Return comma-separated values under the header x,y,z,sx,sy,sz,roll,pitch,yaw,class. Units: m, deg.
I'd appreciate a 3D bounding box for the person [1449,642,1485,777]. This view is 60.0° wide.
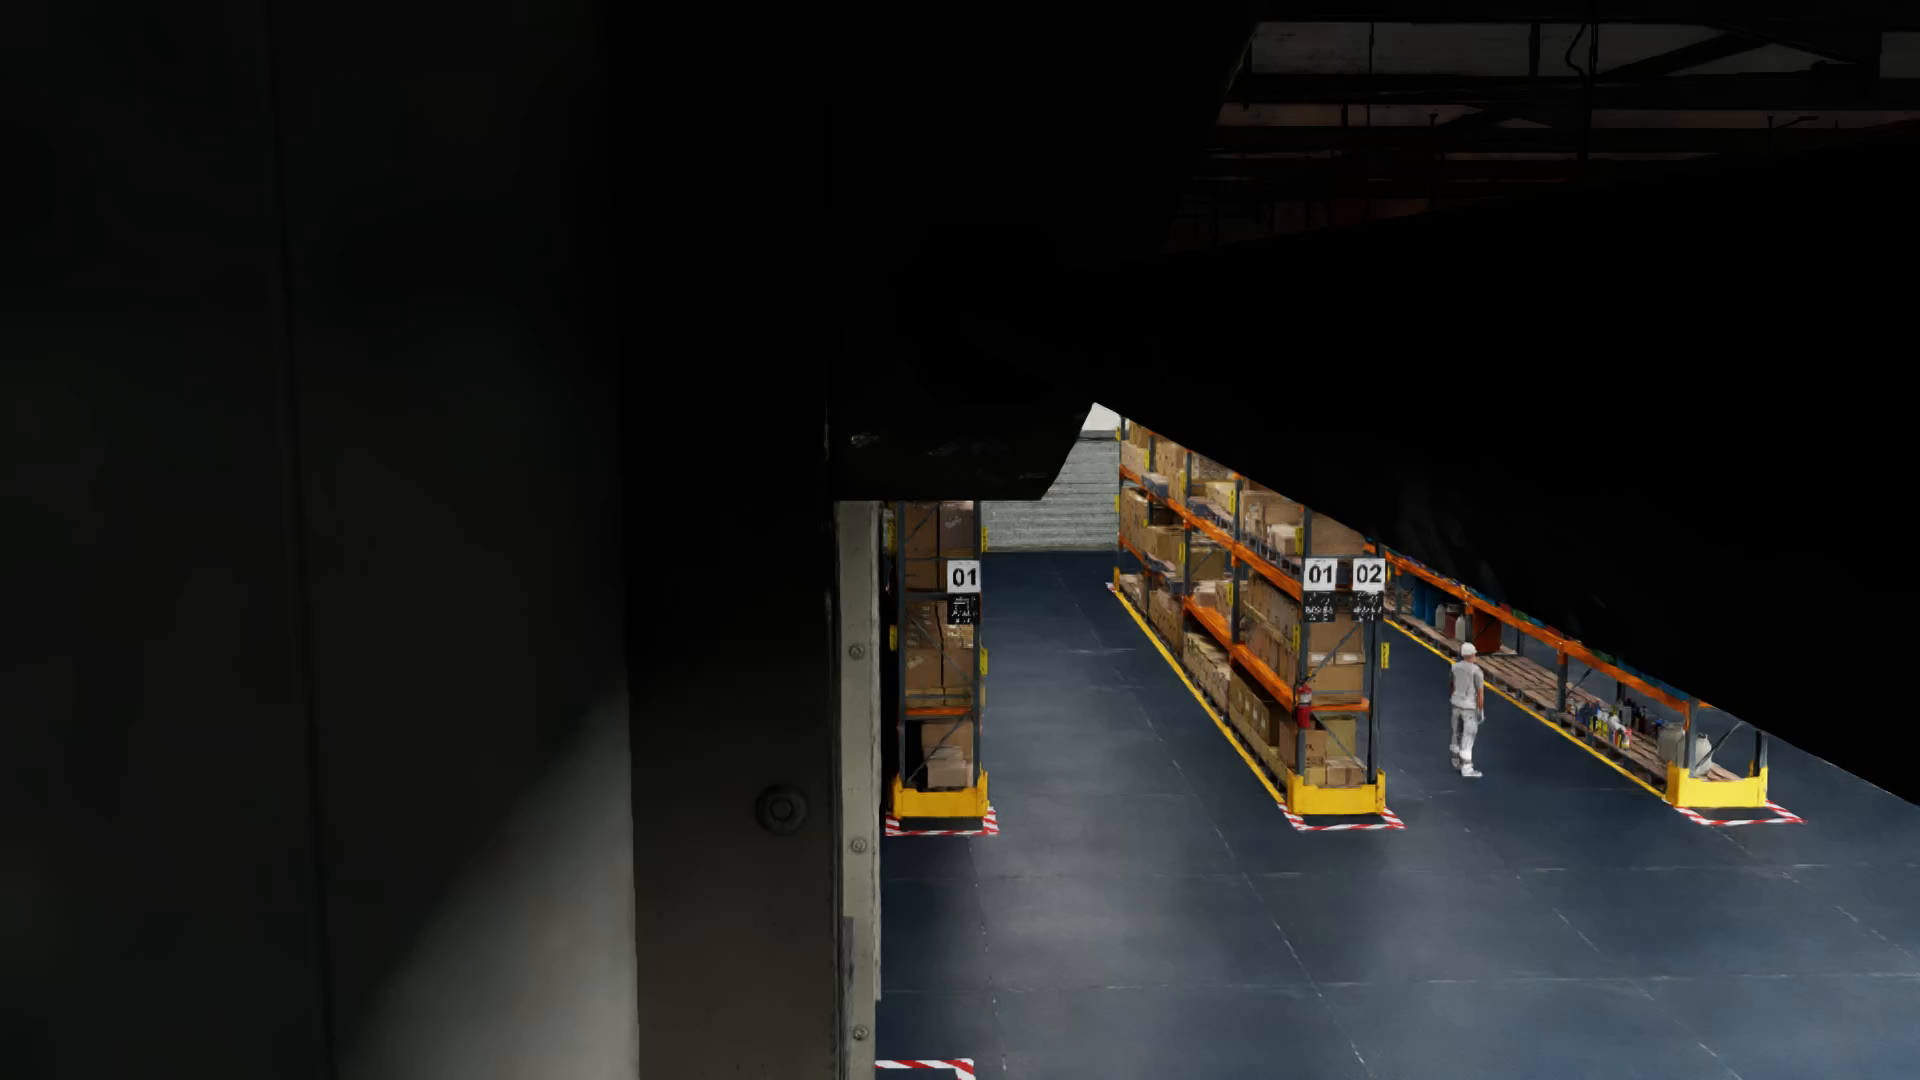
x,y,z,sx,sy,sz,roll,pitch,yaw,class
6.802,2.239,22.245,0.454,1.788,0.593,-5,9,-30,person
